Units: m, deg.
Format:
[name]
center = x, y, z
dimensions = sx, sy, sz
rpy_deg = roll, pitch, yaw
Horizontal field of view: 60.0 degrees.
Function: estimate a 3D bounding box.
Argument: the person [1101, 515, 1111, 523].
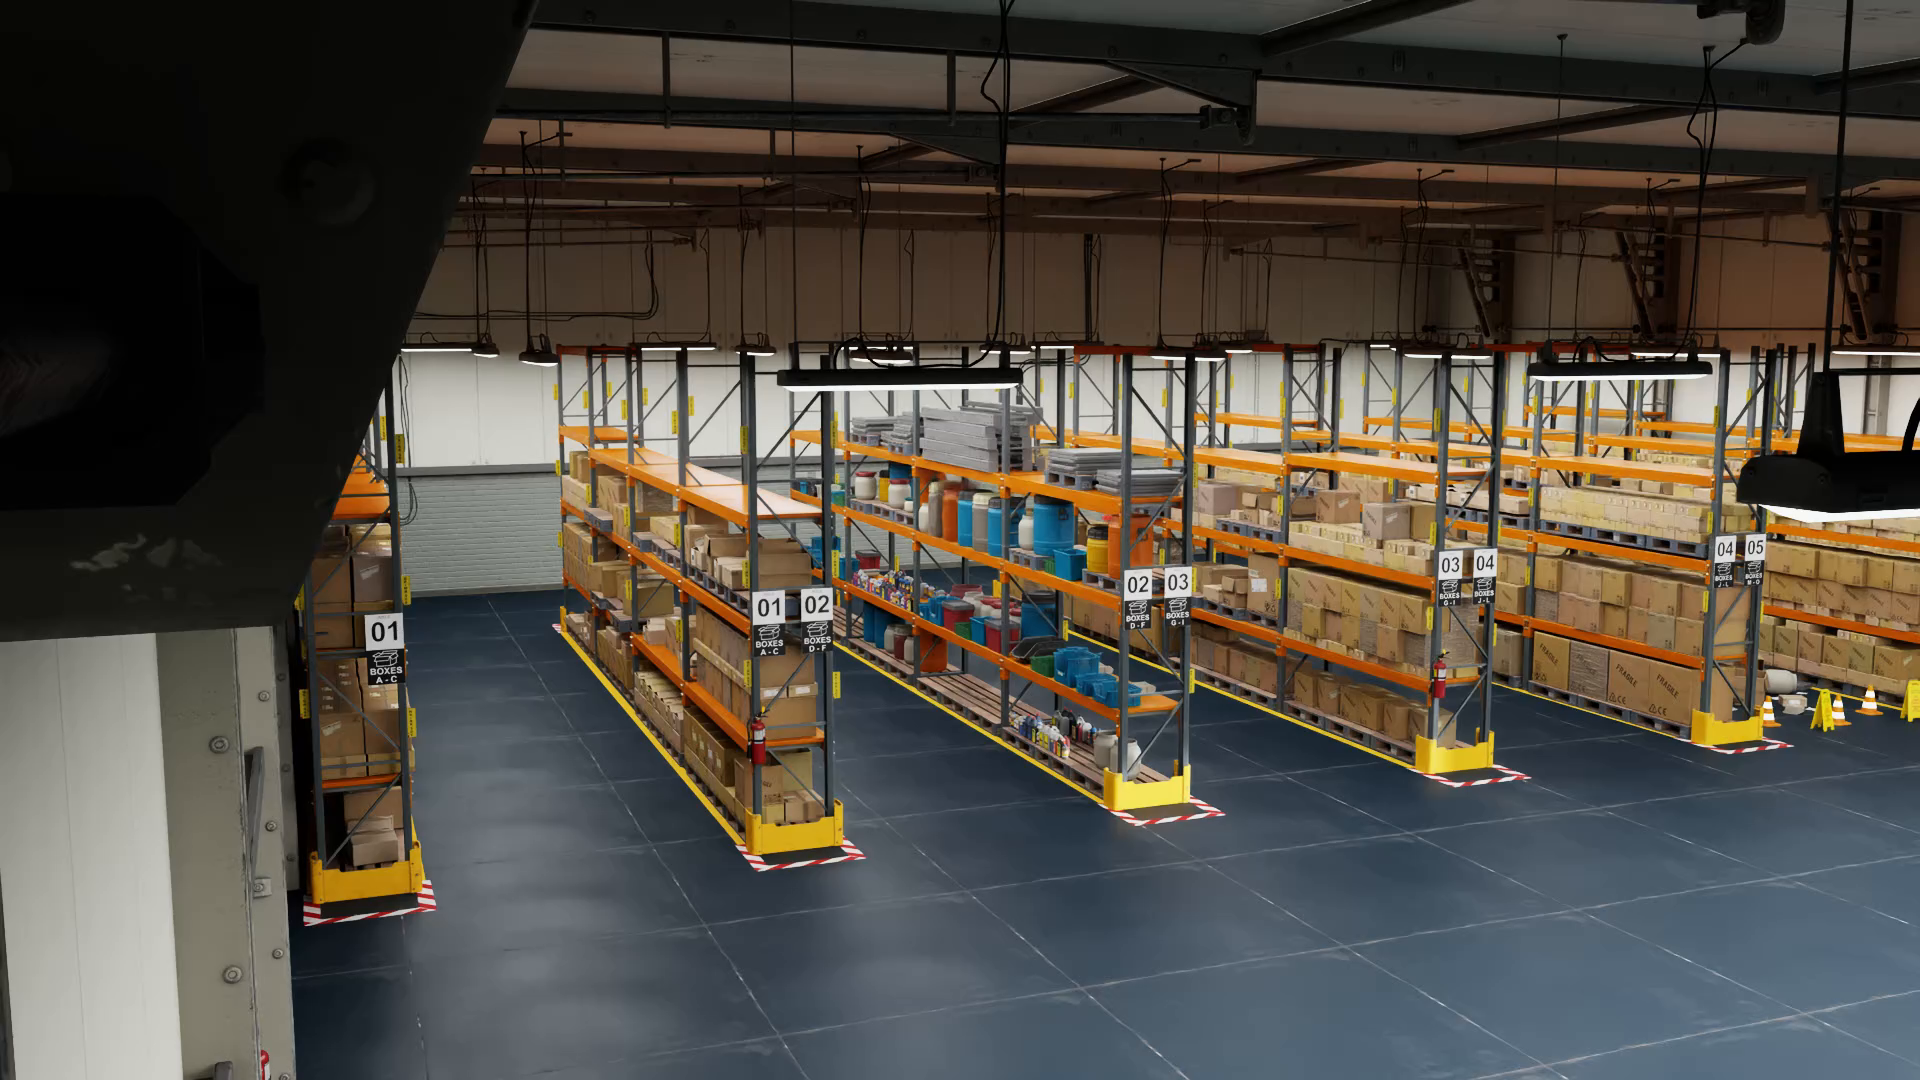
[person]
center = 3.655, 0.237, 41.169
dimensions = 1.057, 1.750, 0.514
rpy_deg = -3, 8, -25
